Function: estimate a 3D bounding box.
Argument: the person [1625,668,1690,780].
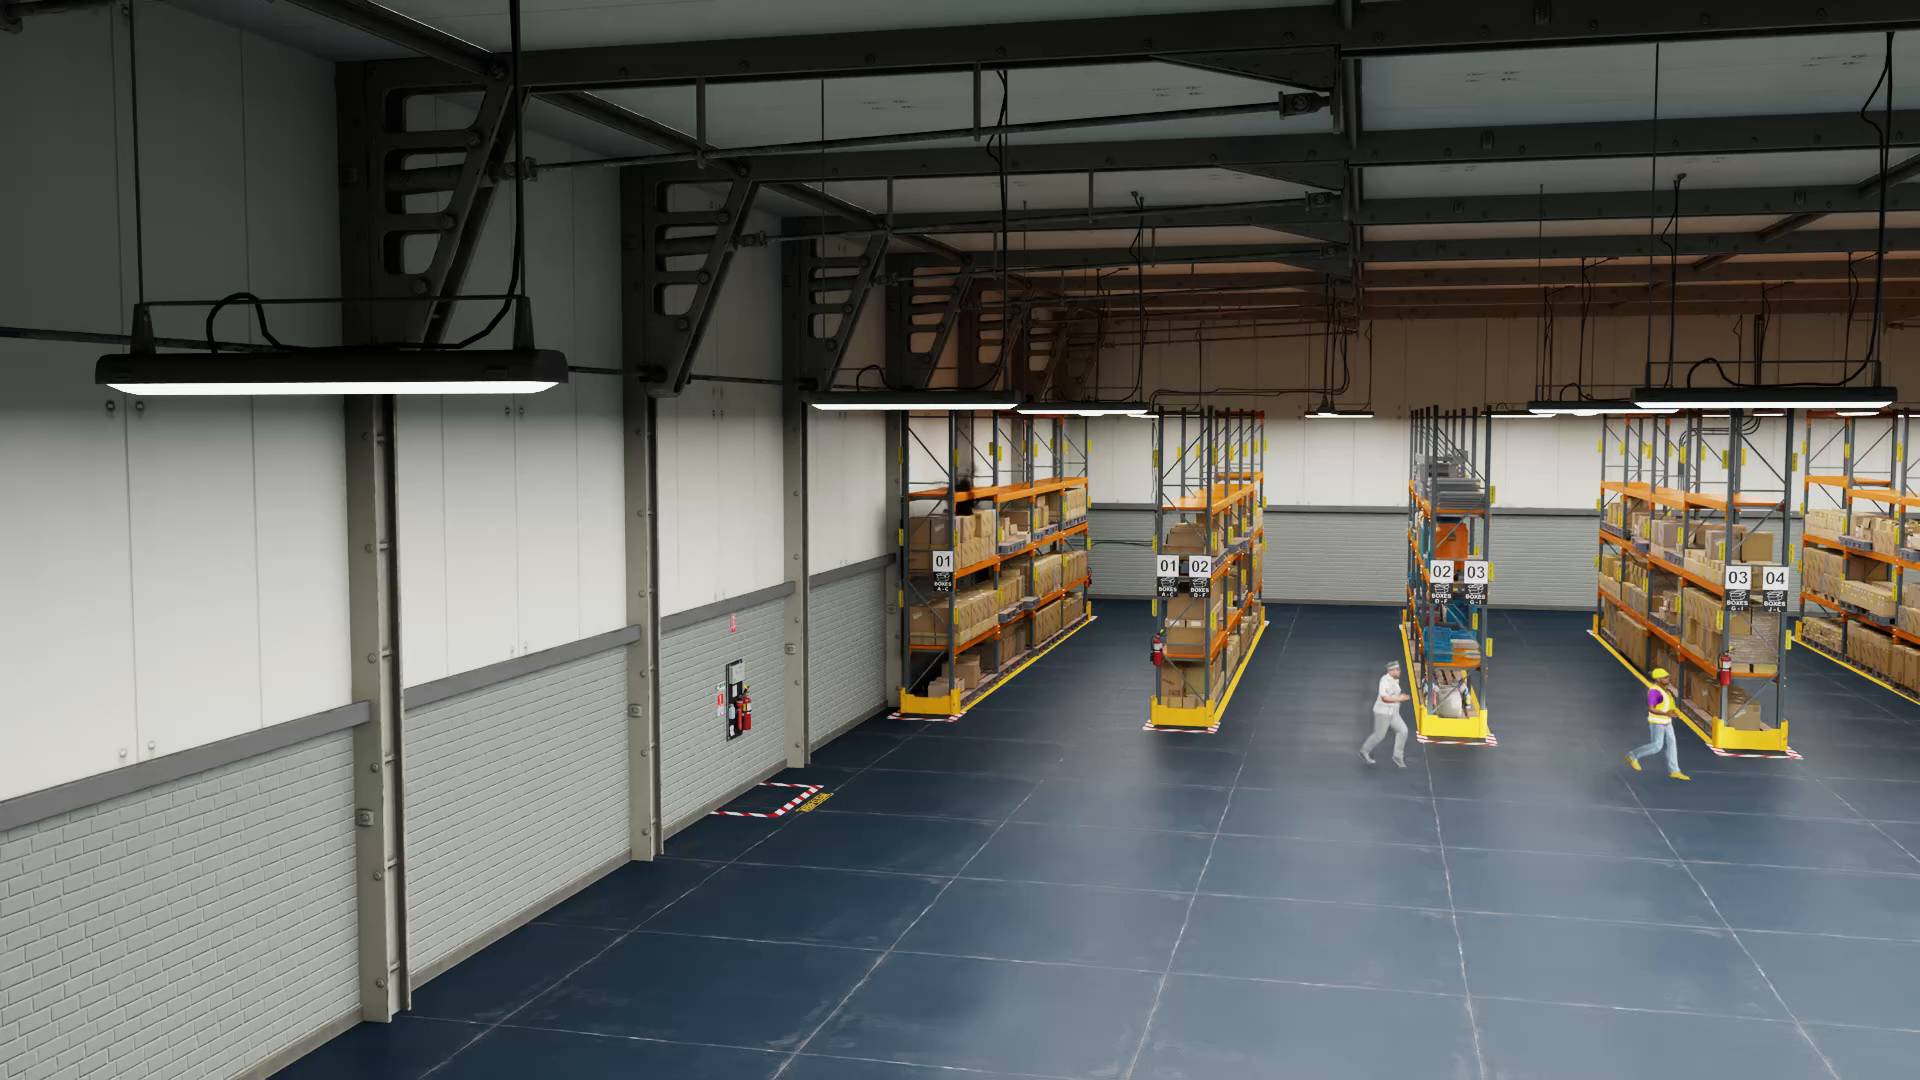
[{"bbox_3d":[11.168,2.922,26.566,0.977,1.754,0.709,3,5,40],"label":"person"}]

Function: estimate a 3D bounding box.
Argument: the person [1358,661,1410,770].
[{"bbox_3d":[7.012,2.887,27.468,0.882,1.832,0.687,3,5,33],"label":"person"}]
